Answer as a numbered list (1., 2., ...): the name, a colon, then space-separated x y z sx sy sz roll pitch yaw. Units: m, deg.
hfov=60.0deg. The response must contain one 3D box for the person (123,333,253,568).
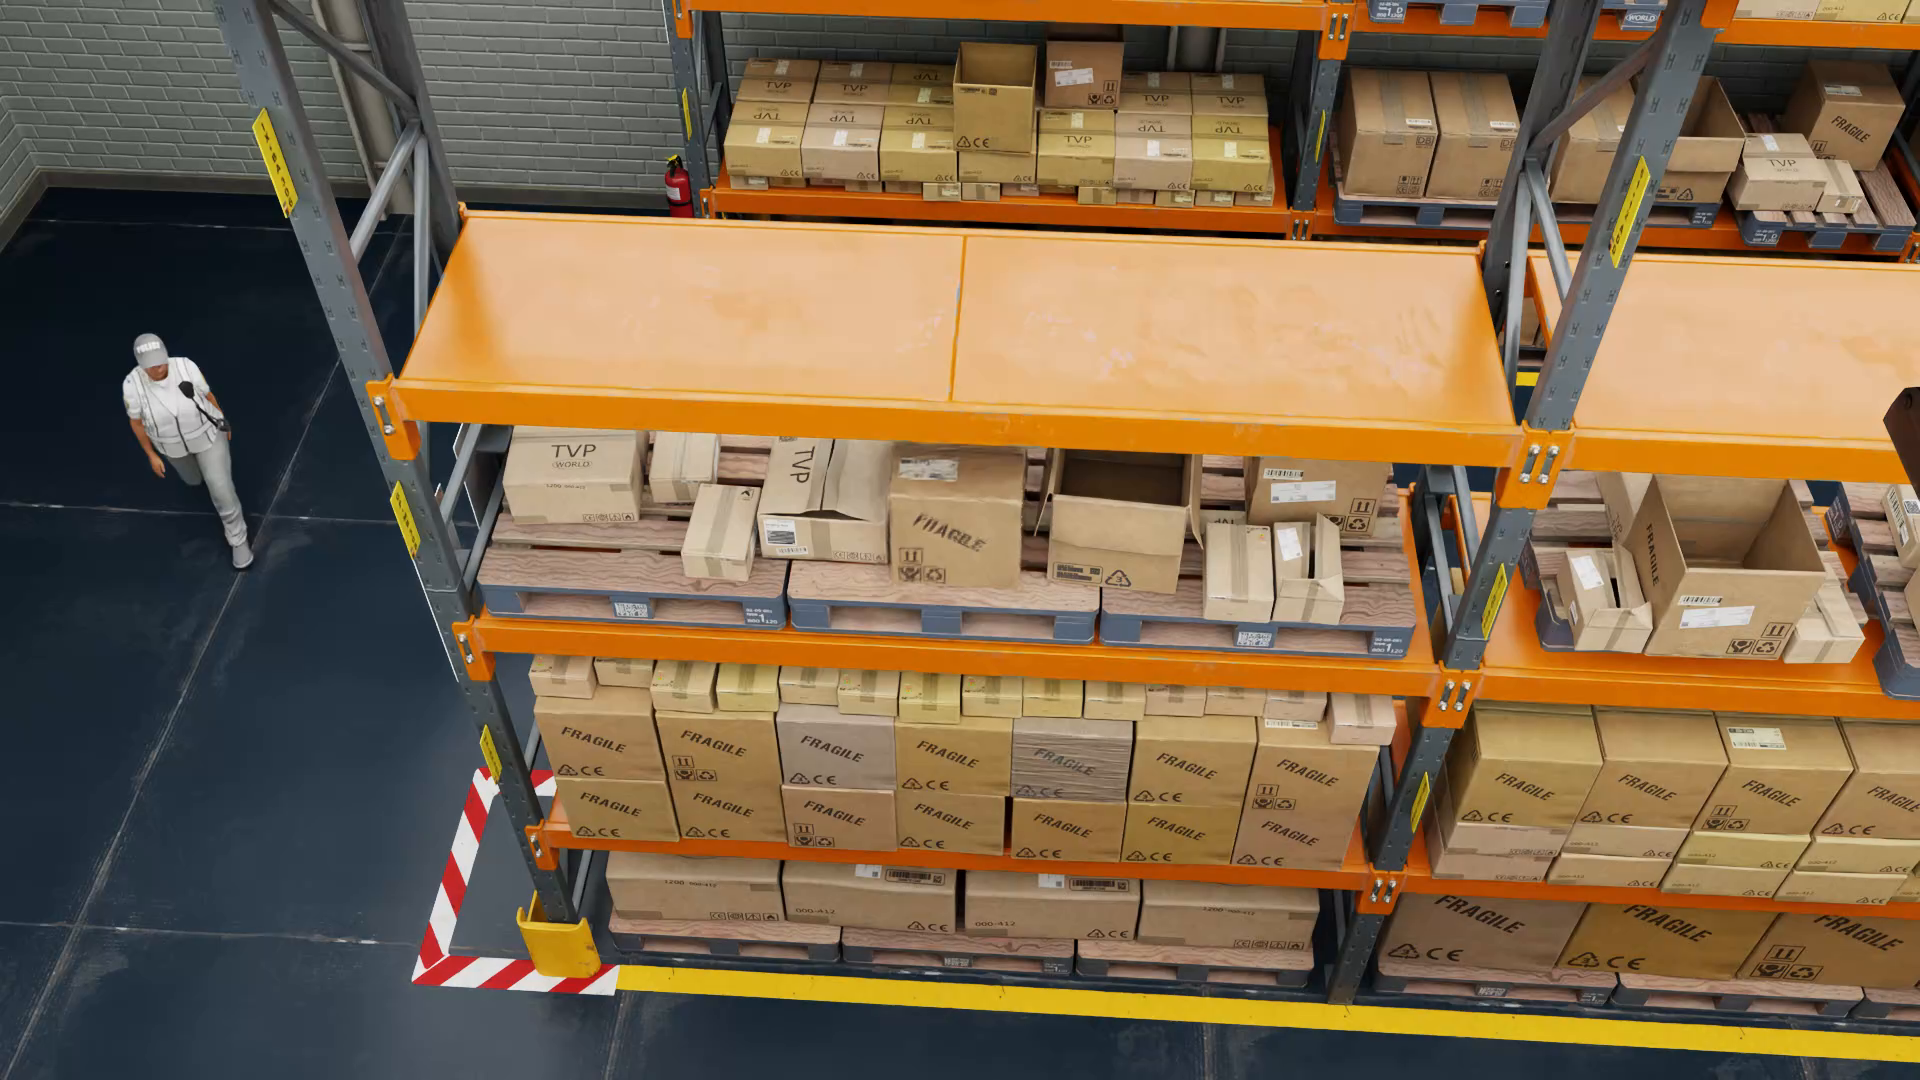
1. person: -4.752 -0.666 10.236 0.503 1.619 0.946 -11 49 -10

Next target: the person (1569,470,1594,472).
1. person: 3.425 0.174 9.522 0.606 1.695 0.501 -1 48 -1
